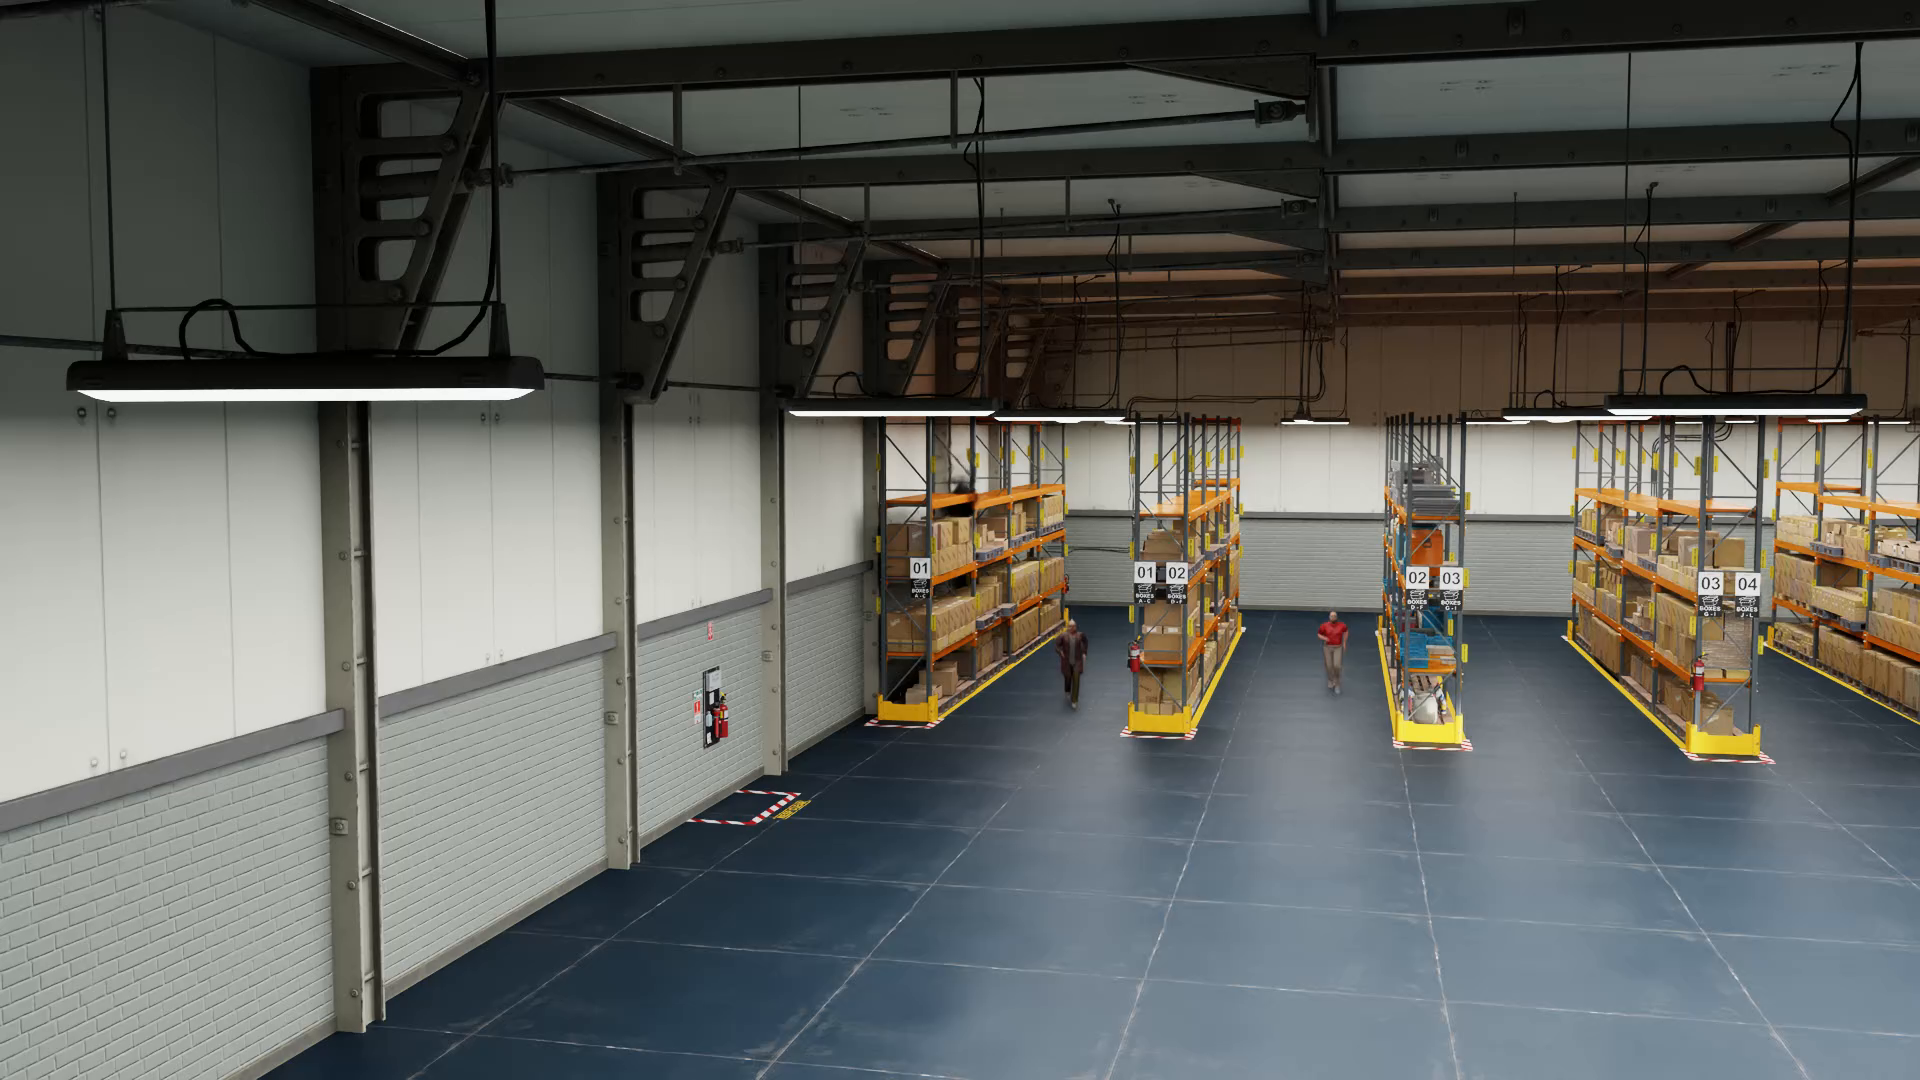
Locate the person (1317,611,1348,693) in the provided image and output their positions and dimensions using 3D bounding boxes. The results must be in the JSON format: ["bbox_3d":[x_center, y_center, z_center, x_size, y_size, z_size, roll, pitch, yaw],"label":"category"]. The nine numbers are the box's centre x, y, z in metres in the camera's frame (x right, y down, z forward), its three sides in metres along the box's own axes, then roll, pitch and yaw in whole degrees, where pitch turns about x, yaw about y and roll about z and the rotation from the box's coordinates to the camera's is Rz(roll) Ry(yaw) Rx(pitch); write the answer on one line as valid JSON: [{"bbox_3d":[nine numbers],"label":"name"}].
[{"bbox_3d":[8.089,2.439,36.131,0.645,1.802,0.799,1,4,16],"label":"person"}]

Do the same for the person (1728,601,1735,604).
[{"bbox_3d":[19.676,2.001,42.149,0.673,1.828,0.687,1,4,19],"label":"person"}]

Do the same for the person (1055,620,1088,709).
[{"bbox_3d":[2.294,2.520,34.148,0.690,1.771,1.042,0,4,3],"label":"person"}]
